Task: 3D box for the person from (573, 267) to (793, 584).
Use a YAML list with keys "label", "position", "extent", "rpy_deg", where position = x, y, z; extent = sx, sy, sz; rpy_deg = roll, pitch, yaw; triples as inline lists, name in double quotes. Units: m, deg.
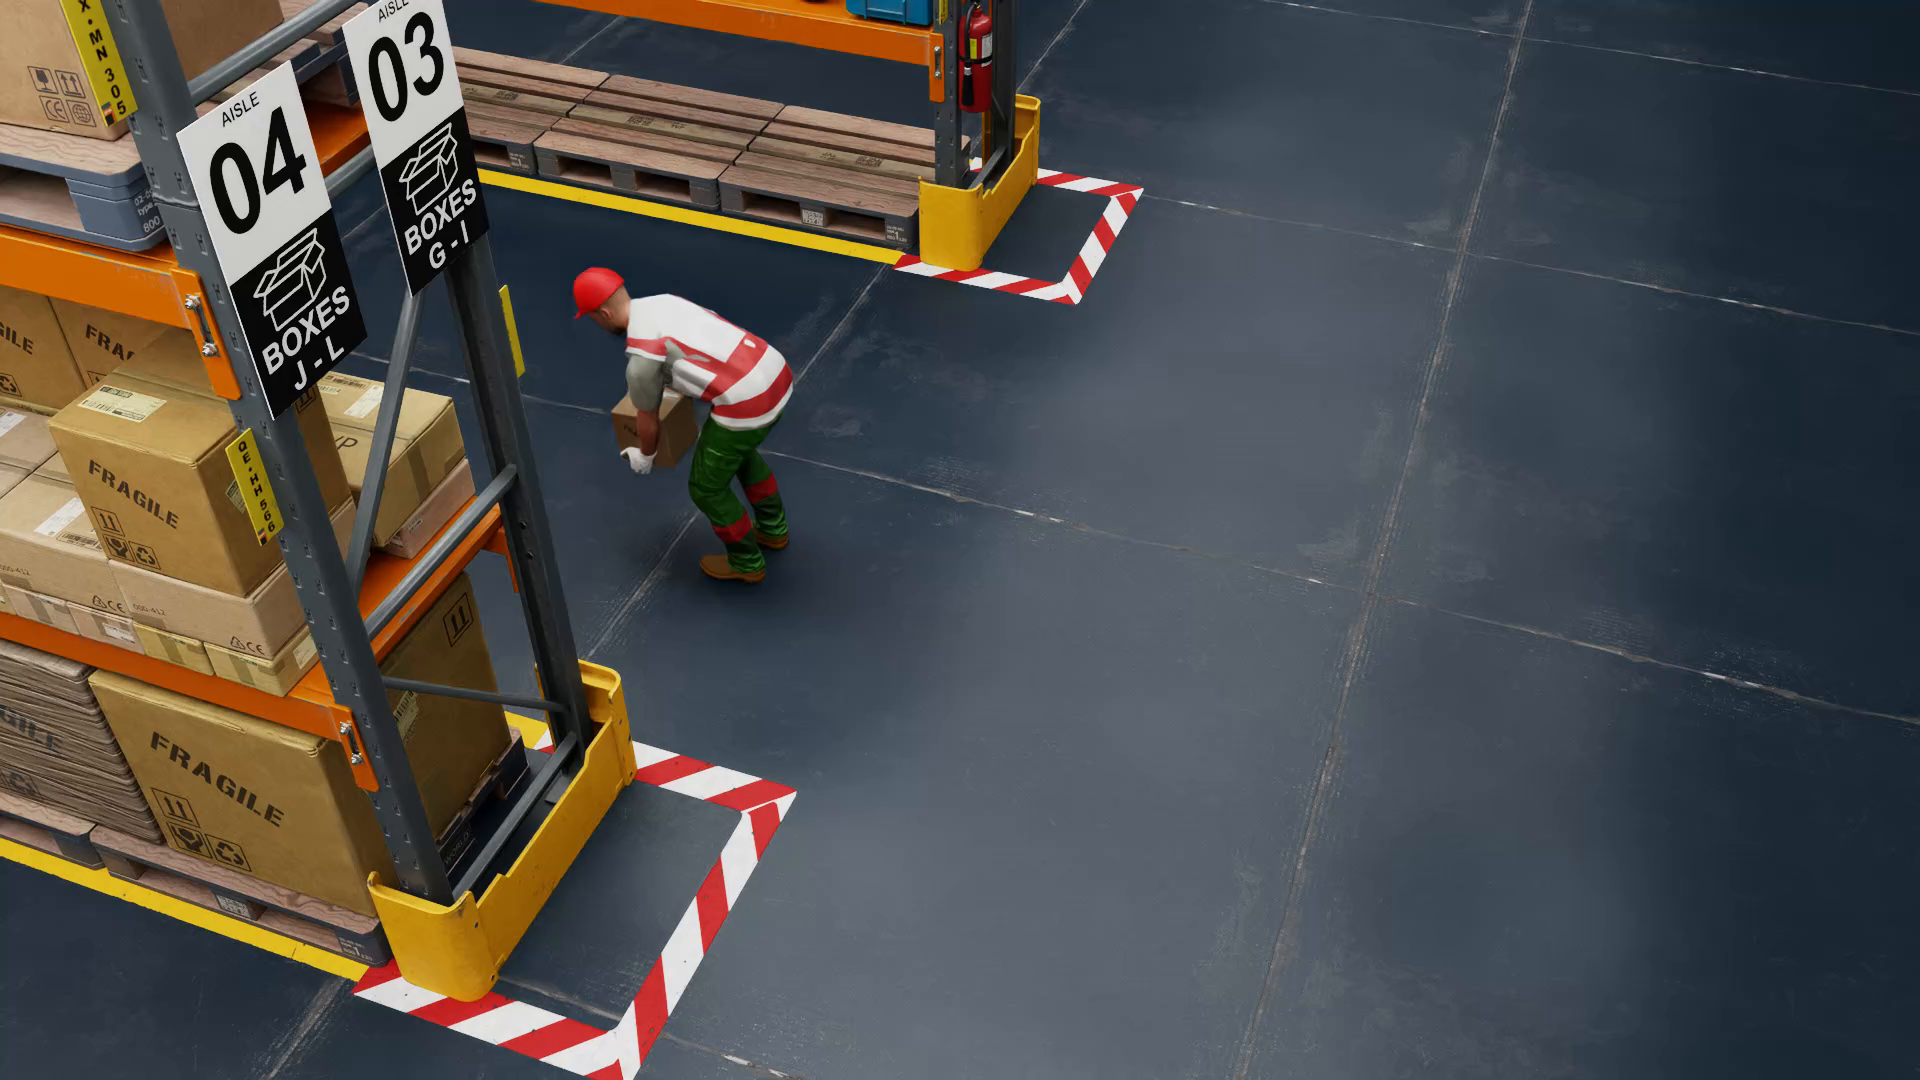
- label: "person"
  position: [-1.132, -0.494, 7.004]
  extent: [0.888, 1.393, 0.496]
  rpy_deg: [12, 43, 14]
